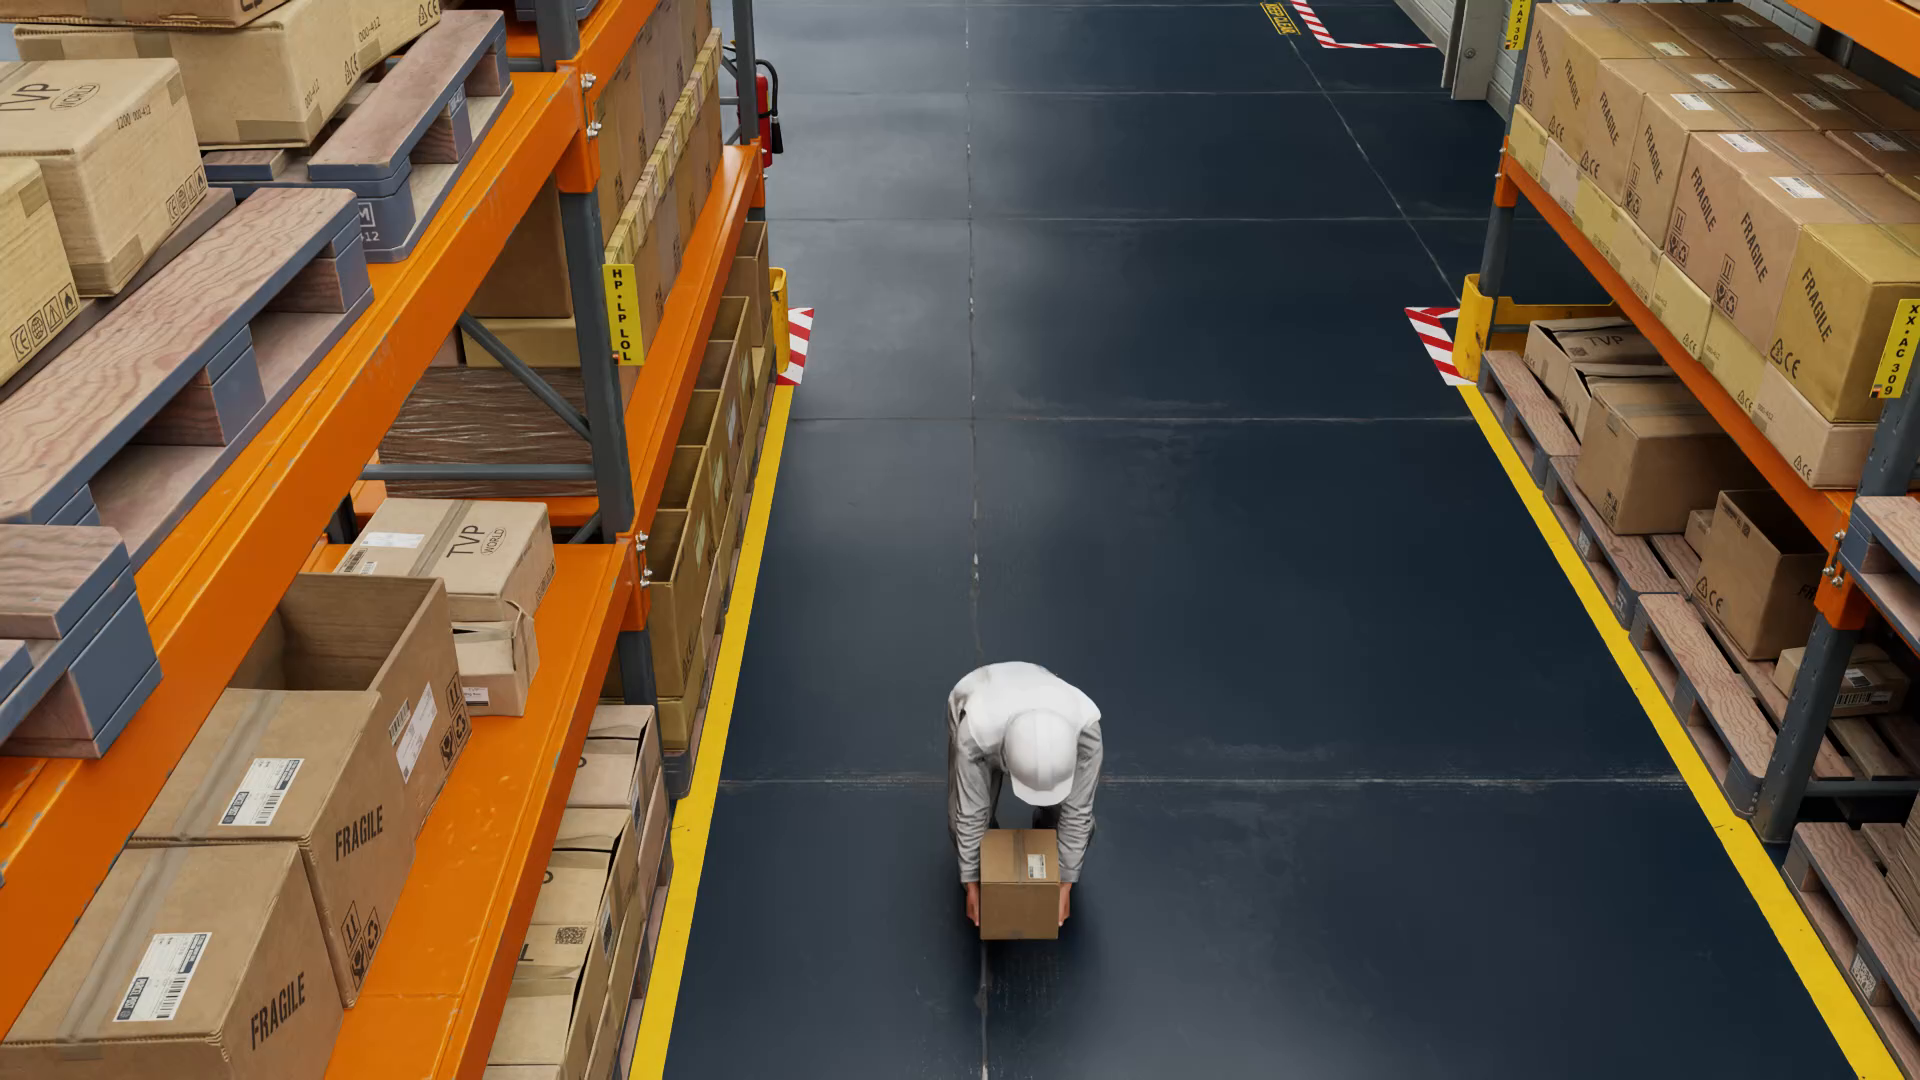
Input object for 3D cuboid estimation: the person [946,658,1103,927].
[{"bbox_3d":[0.205,0.796,5.554,0.500,1.001,0.912,-1,31,-1],"label":"person"}]
